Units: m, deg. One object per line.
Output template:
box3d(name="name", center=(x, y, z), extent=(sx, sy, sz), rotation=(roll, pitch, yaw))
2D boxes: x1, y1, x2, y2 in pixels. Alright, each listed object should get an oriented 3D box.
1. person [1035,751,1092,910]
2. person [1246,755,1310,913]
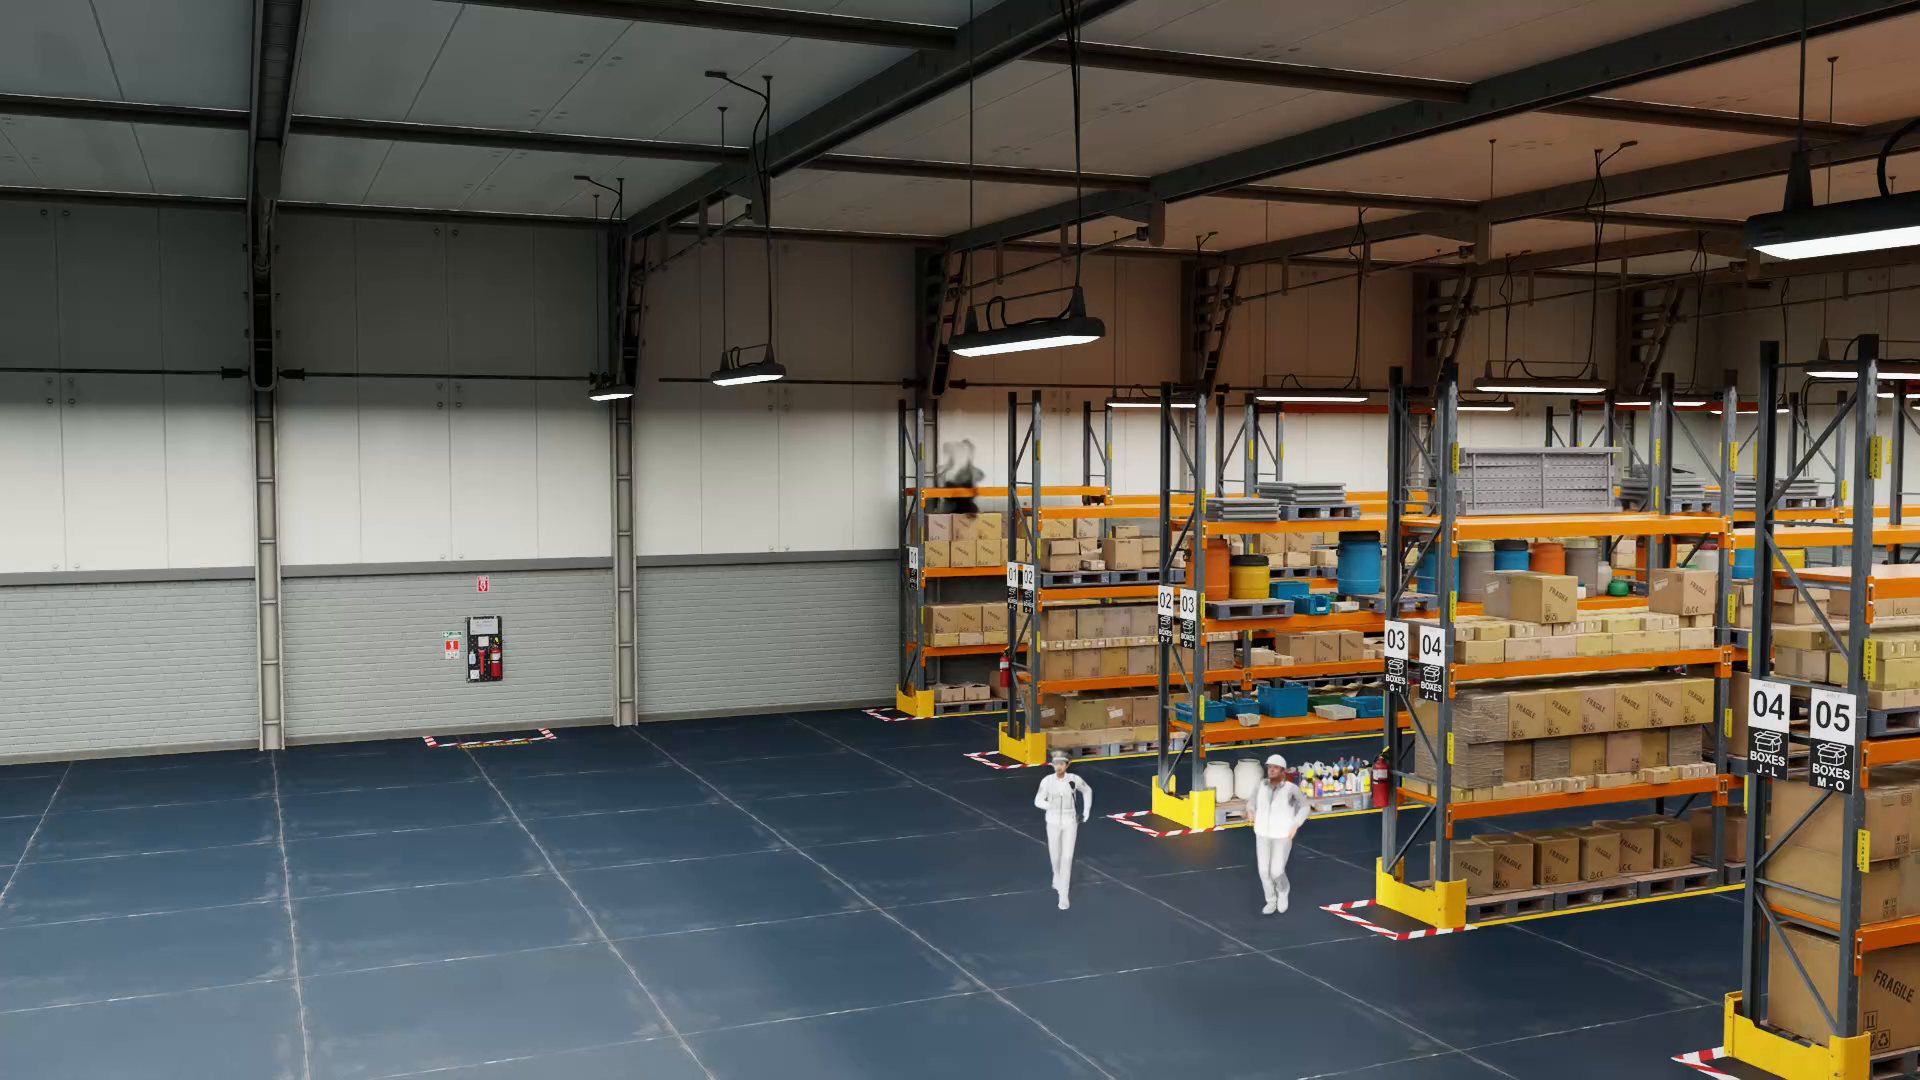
box3d(name="person", center=(1.151, 3.202, 18.721), extent=(0.623, 1.675, 0.992), rotation=(1, 3, 10))
box3d(name="person", center=(3.411, 3.227, 18.177), extent=(0.679, 1.744, 0.588), rotation=(2, 4, 34))
